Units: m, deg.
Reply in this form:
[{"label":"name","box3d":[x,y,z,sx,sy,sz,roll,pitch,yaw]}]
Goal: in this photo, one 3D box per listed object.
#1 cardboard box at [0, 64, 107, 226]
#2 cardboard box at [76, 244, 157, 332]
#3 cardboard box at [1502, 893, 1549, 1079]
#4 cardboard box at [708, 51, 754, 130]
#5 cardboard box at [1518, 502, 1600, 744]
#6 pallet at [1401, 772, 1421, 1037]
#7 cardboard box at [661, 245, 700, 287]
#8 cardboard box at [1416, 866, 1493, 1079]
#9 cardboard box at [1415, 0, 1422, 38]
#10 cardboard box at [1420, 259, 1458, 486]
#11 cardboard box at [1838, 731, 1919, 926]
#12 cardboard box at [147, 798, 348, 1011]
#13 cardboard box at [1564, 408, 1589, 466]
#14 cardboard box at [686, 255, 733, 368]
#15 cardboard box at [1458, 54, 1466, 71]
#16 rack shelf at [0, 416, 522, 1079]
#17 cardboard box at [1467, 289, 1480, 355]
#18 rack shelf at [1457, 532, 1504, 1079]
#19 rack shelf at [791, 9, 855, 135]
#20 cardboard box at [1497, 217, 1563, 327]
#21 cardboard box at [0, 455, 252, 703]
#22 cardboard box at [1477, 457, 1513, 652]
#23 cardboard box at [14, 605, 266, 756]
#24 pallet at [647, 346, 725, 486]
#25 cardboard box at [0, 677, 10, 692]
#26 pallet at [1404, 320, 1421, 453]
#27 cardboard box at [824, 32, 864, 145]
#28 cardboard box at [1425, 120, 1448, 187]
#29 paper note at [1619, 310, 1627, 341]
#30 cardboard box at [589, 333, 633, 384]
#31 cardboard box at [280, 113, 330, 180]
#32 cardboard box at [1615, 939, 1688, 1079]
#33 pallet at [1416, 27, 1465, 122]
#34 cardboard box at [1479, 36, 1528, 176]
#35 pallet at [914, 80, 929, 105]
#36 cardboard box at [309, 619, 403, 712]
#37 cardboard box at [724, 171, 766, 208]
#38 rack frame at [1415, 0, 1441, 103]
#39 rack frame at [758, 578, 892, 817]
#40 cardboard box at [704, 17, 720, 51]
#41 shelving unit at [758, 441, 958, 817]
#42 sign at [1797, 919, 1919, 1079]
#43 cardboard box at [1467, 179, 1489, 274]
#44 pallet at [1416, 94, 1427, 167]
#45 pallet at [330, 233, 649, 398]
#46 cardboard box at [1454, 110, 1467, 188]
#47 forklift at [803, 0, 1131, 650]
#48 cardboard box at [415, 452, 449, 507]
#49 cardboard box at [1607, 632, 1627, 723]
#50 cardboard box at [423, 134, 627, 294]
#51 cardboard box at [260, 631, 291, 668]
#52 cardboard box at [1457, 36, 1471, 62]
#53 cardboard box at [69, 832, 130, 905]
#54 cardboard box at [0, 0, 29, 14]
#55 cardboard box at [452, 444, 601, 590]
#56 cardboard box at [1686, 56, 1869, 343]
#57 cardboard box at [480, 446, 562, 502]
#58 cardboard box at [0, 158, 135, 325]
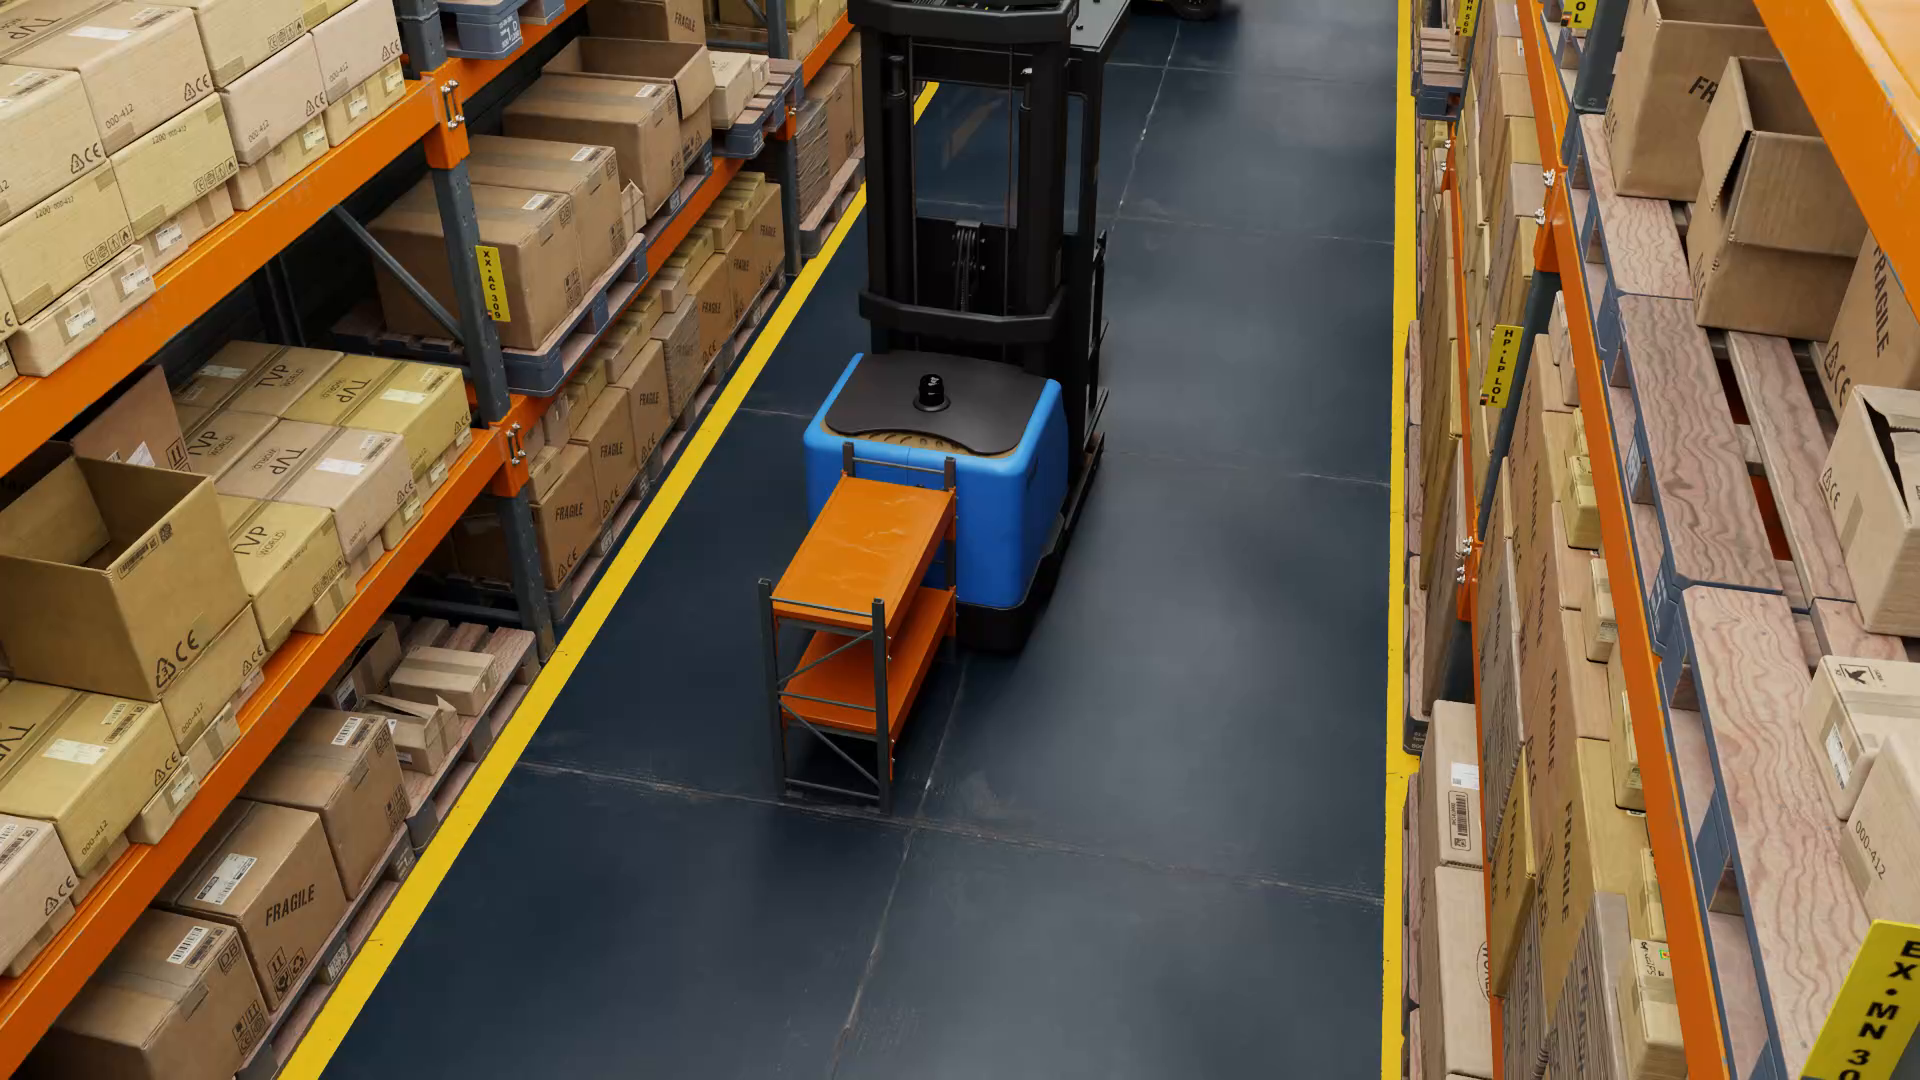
[{"label":"cardboard box","box3d":[-2.592,-1.012,4.253,0.500,0.250,0.500,8,37,11]},{"label":"cardboard box","box3d":[-2.486,-0.717,4.611,0.380,0.149,0.250,8,37,11]},{"label":"cardboard box","box3d":[1.664,1.248,4.158,0.500,0.500,0.500,8,37,11]},{"label":"cardboard box","box3d":[-1.452,-2.491,9.170,0.500,0.250,0.500,6,36,8]},{"label":"cardboard box","box3d":[1.879,0.265,4.661,0.500,0.500,0.500,8,37,11]},{"label":"pallet","box3d":[2.213,1.442,6.351,1.003,0.211,1.213,7,37,10]},{"label":"cardboard box","box3d":[-1.682,-1.538,9.305,0.380,0.149,0.250,7,36,9]},{"label":"cardboard box","box3d":[2.023,1.614,5.563,0.875,0.438,0.875,6,36,9]},{"label":"cardboard box","box3d":[4.129,-4.436,14.070,0.500,0.250,0.500,6,36,9]},{"label":"cardboard box","box3d":[2.883,-0.820,8.548,0.875,0.875,0.875,8,37,11]},{"label":"cardboard box","box3d":[1.606,0.546,2.339,0.500,0.250,0.500,4,36,6]},{"label":"cardboard box","box3d":[-2.598,1.287,5.960,0.500,0.500,0.500,8,37,11]},{"label":"cardboard box","box3d":[1.966,-0.237,4.802,0.380,0.149,0.250,7,37,10]},{"label":"cardboard box","box3d":[-1.650,-1.329,9.570,0.500,0.500,0.500,9,37,12]},{"label":"cardboard box","box3d":[3.133,-2.855,9.760,0.380,0.149,0.250,8,37,11]},{"label":"rack shelf","box3d":[-2.825,0.704,5.605,1.077,0.370,4.000,7,37,10]},{"label":"cardboard box","box3d":[2.538,-0.920,7.362,0.500,0.250,0.500,6,36,9]},{"label":"rack shelf","box3d":[2.025,1.324,4.750,1.077,0.370,4.000,7,37,10]},{"label":"rack shelf","box3d":[-1.116,-3.882,11.933,1.077,0.370,4.000,7,37,10]},{"label":"cardboard box","box3d":[2.302,-0.846,6.195,0.500,0.500,0.500,8,37,11]},{"label":"cardboard box","box3d":[-2.572,0.110,5.048,0.500,0.500,0.500,8,37,11]},{"label":"cardboard box","box3d":[2.096,0.082,5.765,0.500,0.500,0.500,8,37,11]},{"label":"cardboard box","box3d":[-2.591,0.398,5.290,0.500,0.250,0.500,6,36,9]},{"label":"pallet","box3d":[-2.002,-0.777,9.412,1.003,0.211,1.213,7,37,10]},{"label":"cardboard box","box3d":[-3.191,0.624,4.977,0.500,0.250,0.500,8,37,11]},{"label":"pallet","box3d":[3.065,-0.835,9.492,1.003,0.211,1.213,7,37,10]},{"label":"cardboard box","box3d":[-1.121,-3.353,12.256,0.875,0.625,0.625,6,36,8]},{"label":"cardboard box","box3d":[3.754,-2.694,11.562,0.950,0.372,0.625,8,37,12]},{"label":"paper note","box3d":[1.478,-0.484,3.714,0.006,0.032,0.123,7,37,10]},{"label":"cardboard box","box3d":[-1.899,-0.941,8.482,0.380,0.149,0.250,7,37,10]},{"label":"cardboard box","box3d":[-2.307,-1.310,5.430,0.380,0.149,0.250,8,37,12]},{"label":"cardboard box","box3d":[1.482,0.934,3.186,0.380,0.149,0.250,7,37,10]},{"label":"pallet","box3d":[3.355,-2.751,9.923,1.213,0.211,1.003,7,37,10]},{"label":"cardboard box","box3d":[2.740,-2.020,7.814,0.500,0.500,0.500,8,37,11]},{"label":"pallet","box3d":[-0.808,-3.764,13.533,1.003,0.211,1.213,7,37,10]},{"label":"cardboard box","box3d":[-2.770,0.534,7.160,0.500,0.311,0.500,9,37,12]},{"label":"cardboard box","box3d":[-1.401,-2.132,10.126,0.380,0.149,0.250,6,36,8]},{"label":"rack frame","box3d":[4.161,-4.700,12.449,1.000,3.000,0.127,7,37,10]},{"label":"rack frame","box3d":[-0.531,0.650,6.665,0.500,1.125,0.032,9,37,12]},{"label":"cardboard box","box3d":[-1.697,-3.256,10.584,0.500,0.250,0.500,7,36,9]},{"label":"shelving unit","box3d":[-0.397,0.362,7.062,0.538,1.125,1.048,9,37,12]},{"label":"sign","box3d":[1.071,0.563,1.945,0.100,0.325,0.005,7,37,10]},{"label":"cardboard box","box3d":[2.606,-1.419,7.624,0.500,0.250,0.500,8,37,11]},{"label":"pallet","box3d":[3.996,-3.124,12.651,1.003,0.211,1.213,7,37,10]},{"label":"pallet","box3d":[-2.120,-1.100,7.646,1.003,0.211,1.213,7,37,10]},{"label":"cardboard box","box3d":[2.956,-2.097,8.985,0.500,0.250,0.500,7,36,9]},{"label":"forklift","box3d":[0.164,-1.542,8.150,1.130,2.935,3.031,9,37,12]},{"label":"cardboard box","box3d":[-2.254,-0.265,6.544,0.380,0.149,0.250,8,37,11]},{"label":"cardboard box","box3d":[1.772,0.354,3.985,0.380,0.149,0.250,8,37,11]},{"label":"cardboard box","box3d":[-1.965,-1.490,7.577,0.700,0.500,0.500,8,37,10]},{"label":"cardboard box","box3d":[-2.559,0.318,5.740,0.380,0.149,0.250,8,37,11]},{"label":"cardboard box","box3d":[3.132,-3.033,9.453,0.500,0.500,0.500,6,36,9]},{"label":"cardboard box","box3d":[-2.718,0.911,4.922,0.380,0.149,0.250,8,37,11]},{"label":"cardboard box","box3d":[-2.985,-1.372,4.749,0.500,0.250,0.500,7,37,9]},{"label":"cardboard box","box3d":[-2.075,-0.141,7.930,0.500,0.500,0.500,9,37,12]},{"label":"cardboard box","box3d":[2.196,-0.803,3.985,0.797,0.503,0.637,10,37,14]},{"label":"cardboard box","box3d":[-2.061,-0.326,7.634,0.380,0.149,0.250,9,37,12]},{"label":"cardboard box","box3d":[-2.593,-0.820,4.414,0.500,0.250,0.500,7,36,9]}]
